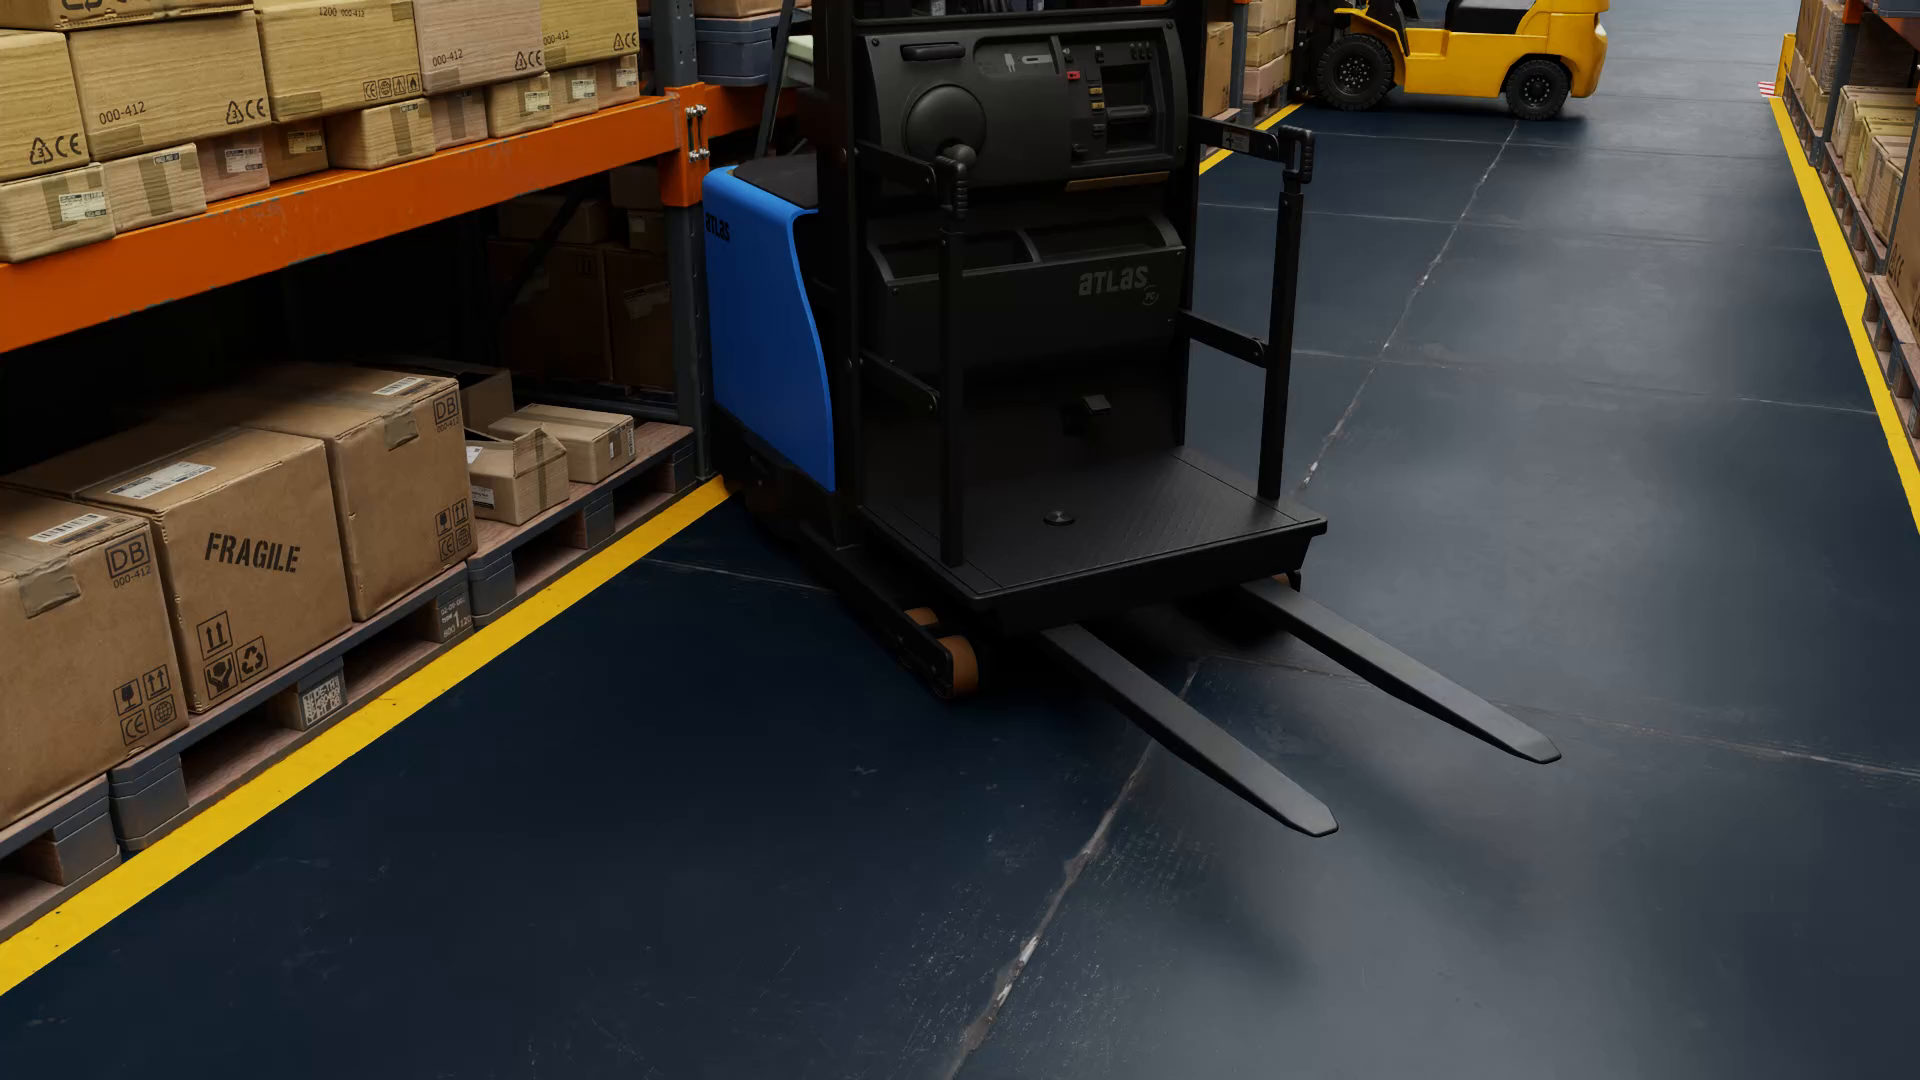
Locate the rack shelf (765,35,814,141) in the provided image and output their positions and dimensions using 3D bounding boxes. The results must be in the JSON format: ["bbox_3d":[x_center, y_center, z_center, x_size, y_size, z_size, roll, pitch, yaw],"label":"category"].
[{"bbox_3d":[-0.303,-1.527,5.728,0.431,0.370,0.720,22,25,17],"label":"rack shelf"}]

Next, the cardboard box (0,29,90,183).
[{"bbox_3d":[-2.014,-0.793,3.064,0.500,0.250,0.500,8,24,19],"label":"cardboard box"}]

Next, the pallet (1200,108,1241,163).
[{"bbox_3d":[1.415,-2.977,12.102,1.003,0.211,1.213,9,24,20],"label":"pallet"}]

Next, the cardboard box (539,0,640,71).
[{"bbox_3d":[-1.282,-1.521,4.808,0.500,0.250,0.500,9,24,21],"label":"cardboard box"}]

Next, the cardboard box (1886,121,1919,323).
[{"bbox_3d":[4.442,-1.370,6.850,0.875,0.875,0.875,9,24,20],"label":"cardboard box"}]

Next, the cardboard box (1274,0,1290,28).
[{"bbox_3d":[2.322,-4.229,13.207,0.500,0.250,0.500,9,24,20],"label":"cardboard box"}]

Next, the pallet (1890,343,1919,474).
[{"bbox_3d":[3.959,-0.399,5.931,1.003,0.211,1.213,9,24,20],"label":"pallet"}]

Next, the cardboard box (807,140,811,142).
[{"bbox_3d":[-0.439,-1.677,7.229,0.380,0.149,0.250,9,24,20],"label":"cardboard box"}]

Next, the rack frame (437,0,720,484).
[{"bbox_3d":[-1.320,-1.670,5.356,1.000,3.000,0.127,9,24,20],"label":"rack frame"}]

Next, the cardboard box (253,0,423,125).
[{"bbox_3d":[-1.652,-1.163,3.951,0.500,0.250,0.500,9,24,20],"label":"cardboard box"}]

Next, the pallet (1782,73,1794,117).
[{"bbox_3d":[7.385,-3.655,13.727,1.003,0.211,1.213,9,24,20],"label":"pallet"}]

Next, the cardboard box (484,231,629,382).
[{"bbox_3d":[-1.412,-0.928,6.279,0.500,0.500,0.500,9,24,20],"label":"cardboard box"}]

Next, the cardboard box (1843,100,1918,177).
[{"bbox_3d":[5.806,-2.359,9.870,0.950,0.372,0.625,10,25,23],"label":"cardboard box"}]

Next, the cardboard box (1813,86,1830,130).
[{"bbox_3d":[6.232,-2.998,11.559,0.500,0.250,0.500,10,25,22],"label":"cardboard box"}]

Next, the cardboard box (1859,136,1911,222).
[{"bbox_3d":[5.262,-1.839,8.626,0.950,0.372,0.625,8,24,19],"label":"cardboard box"}]

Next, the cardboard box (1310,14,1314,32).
[{"bbox_3d":[2.879,-4.535,14.589,0.500,0.250,0.500,8,24,19],"label":"cardboard box"}]

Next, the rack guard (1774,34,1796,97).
[{"bbox_3d":[7.720,-4.074,14.355,1.175,0.500,0.348,9,24,20],"label":"rack guard"}]

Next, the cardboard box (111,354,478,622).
[{"bbox_3d":[-1.751,-0.156,4.430,0.700,0.500,0.500,8,24,18],"label":"cardboard box"}]

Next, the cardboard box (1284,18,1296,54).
[{"bbox_3d":[2.501,-4.176,13.730,0.500,0.250,0.500,9,24,20],"label":"cardboard box"}]

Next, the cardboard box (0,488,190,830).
[{"bbox_3d":[-2.137,0.216,3.540,0.700,0.500,0.500,10,25,22],"label":"cardboard box"}]

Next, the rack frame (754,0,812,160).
[{"bbox_3d":[-0.540,-1.076,5.565,0.400,1.500,0.023,22,25,17],"label":"rack frame"}]

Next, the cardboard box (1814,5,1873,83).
[{"bbox_3d":[6.420,-3.527,11.851,0.500,0.500,0.500,9,24,21],"label":"cardboard box"}]

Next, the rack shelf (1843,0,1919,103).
[{"bbox_3d":[5.519,-2.776,8.937,1.077,0.370,4.000,9,24,20],"label":"rack shelf"}]

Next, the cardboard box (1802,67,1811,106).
[{"bbox_3d":[6.614,-3.372,12.453,0.500,0.250,0.500,9,24,21],"label":"cardboard box"}]

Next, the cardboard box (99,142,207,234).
[{"bbox_3d":[-1.825,-0.752,3.484,0.380,0.149,0.250,9,24,21],"label":"cardboard box"}]

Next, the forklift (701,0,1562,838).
[{"bbox_3d":[0.291,-1.140,4.175,1.130,2.935,3.031,-11,25,-26],"label":"forklift"}]

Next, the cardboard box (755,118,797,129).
[{"bbox_3d":[-0.748,-1.828,7.592,0.380,0.149,0.250,9,24,20],"label":"cardboard box"}]

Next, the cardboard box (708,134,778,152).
[{"bbox_3d":[-1.009,-1.652,7.169,0.380,0.149,0.250,9,24,21],"label":"cardboard box"}]

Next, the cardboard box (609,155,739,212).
[{"bbox_3d":[-0.996,-1.246,5.811,0.380,0.149,0.250,8,24,19],"label":"cardboard box"}]

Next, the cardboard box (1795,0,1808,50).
[{"bbox_3d":[7.183,-4.268,13.626,0.500,0.500,0.500,8,24,18],"label":"cardboard box"}]

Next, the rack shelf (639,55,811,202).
[{"bbox_3d":[-0.577,-2.054,7.208,1.077,0.370,4.000,9,24,20],"label":"rack shelf"}]

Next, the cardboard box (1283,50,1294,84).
[{"bbox_3d":[2.490,-3.953,13.845,0.500,0.250,0.500,9,24,21],"label":"cardboard box"}]

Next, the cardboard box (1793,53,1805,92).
[{"bbox_3d":[6.995,-3.749,13.356,0.500,0.250,0.500,10,25,22],"label":"cardboard box"}]

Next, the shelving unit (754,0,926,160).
[{"bbox_3d":[-0.392,-1.180,5.883,0.431,1.500,0.755,22,25,17],"label":"shelving unit"}]

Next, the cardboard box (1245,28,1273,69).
[{"bbox_3d":[2.118,-3.817,12.871,0.500,0.250,0.500,9,24,20],"label":"cardboard box"}]

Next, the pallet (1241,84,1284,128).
[{"bbox_3d":[1.986,-3.525,13.414,1.003,0.211,1.213,9,24,20],"label":"pallet"}]

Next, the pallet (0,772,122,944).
[{"bbox_3d":[-2.482,0.736,3.215,1.003,0.211,1.213,9,24,20],"label":"pallet"}]

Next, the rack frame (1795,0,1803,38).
[{"bbox_3d":[7.748,-5.255,13.938,1.000,3.000,0.127,9,24,20],"label":"rack frame"}]

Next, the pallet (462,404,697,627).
[{"bbox_3d":[-1.576,-0.137,5.305,1.003,0.211,1.213,9,24,20],"label":"pallet"}]

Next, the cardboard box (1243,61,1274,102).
[{"bbox_3d":[2.139,-3.583,12.960,0.500,0.250,0.500,9,24,21],"label":"cardboard box"}]

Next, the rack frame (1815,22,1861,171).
[{"bbox_3d":[6.262,-3.823,10.511,1.000,3.000,0.127,9,24,20],"label":"rack frame"}]

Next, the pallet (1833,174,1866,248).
[{"bbox_3d":[5.523,-1.820,9.333,1.003,0.211,1.213,9,24,20],"label":"pallet"}]

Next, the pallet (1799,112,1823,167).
[{"bbox_3d":[6.479,-2.782,11.636,1.003,0.211,1.213,9,24,20],"label":"pallet"}]

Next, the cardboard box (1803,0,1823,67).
[{"bbox_3d":[6.799,-3.902,12.750,0.500,0.500,0.500,9,24,21],"label":"cardboard box"}]

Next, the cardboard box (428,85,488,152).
[{"bbox_3d":[-1.477,-1.121,4.368,0.380,0.149,0.250,9,24,21],"label":"cardboard box"}]

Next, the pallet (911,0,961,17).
[{"bbox_3d":[-0.552,-2.316,7.152,1.003,0.211,1.213,9,24,20],"label":"pallet"}]

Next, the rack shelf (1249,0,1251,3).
[{"bbox_3d":[2.395,-4.916,14.062,1.077,0.370,4.000,9,24,20],"label":"rack shelf"}]

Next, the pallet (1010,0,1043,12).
[{"bbox_3d":[-0.020,-2.760,8.215,1.213,0.211,1.003,9,24,20],"label":"pallet"}]

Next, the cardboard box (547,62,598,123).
[{"bbox_3d":[-1.280,-1.307,4.814,0.380,0.149,0.250,9,24,21],"label":"cardboard box"}]

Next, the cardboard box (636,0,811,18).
[{"bbox_3d":[-0.932,-2.051,5.593,0.700,0.500,0.500,9,24,21],"label":"cardboard box"}]

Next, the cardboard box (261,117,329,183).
[{"bbox_3d":[-1.745,-0.949,3.956,0.380,0.149,0.250,9,24,21],"label":"cardboard box"}]

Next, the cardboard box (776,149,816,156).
[{"bbox_3d":[-0.607,-1.488,6.776,0.380,0.149,0.250,9,24,20],"label":"cardboard box"}]

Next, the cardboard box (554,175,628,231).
[{"bbox_3d":[-1.358,-1.277,6.273,0.380,0.149,0.250,9,24,20],"label":"cardboard box"}]

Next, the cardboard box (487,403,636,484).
[{"bbox_3d":[-1.254,-0.307,5.246,0.380,0.149,0.250,8,24,18],"label":"cardboard box"}]

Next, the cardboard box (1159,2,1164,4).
[{"bbox_3d":[1.655,-4.123,12.954,0.500,0.250,0.500,9,24,21],"label":"cardboard box"}]

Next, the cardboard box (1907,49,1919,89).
[{"bbox_3d":[6.732,-3.267,11.229,0.500,0.500,0.500,10,25,23],"label":"cardboard box"}]
